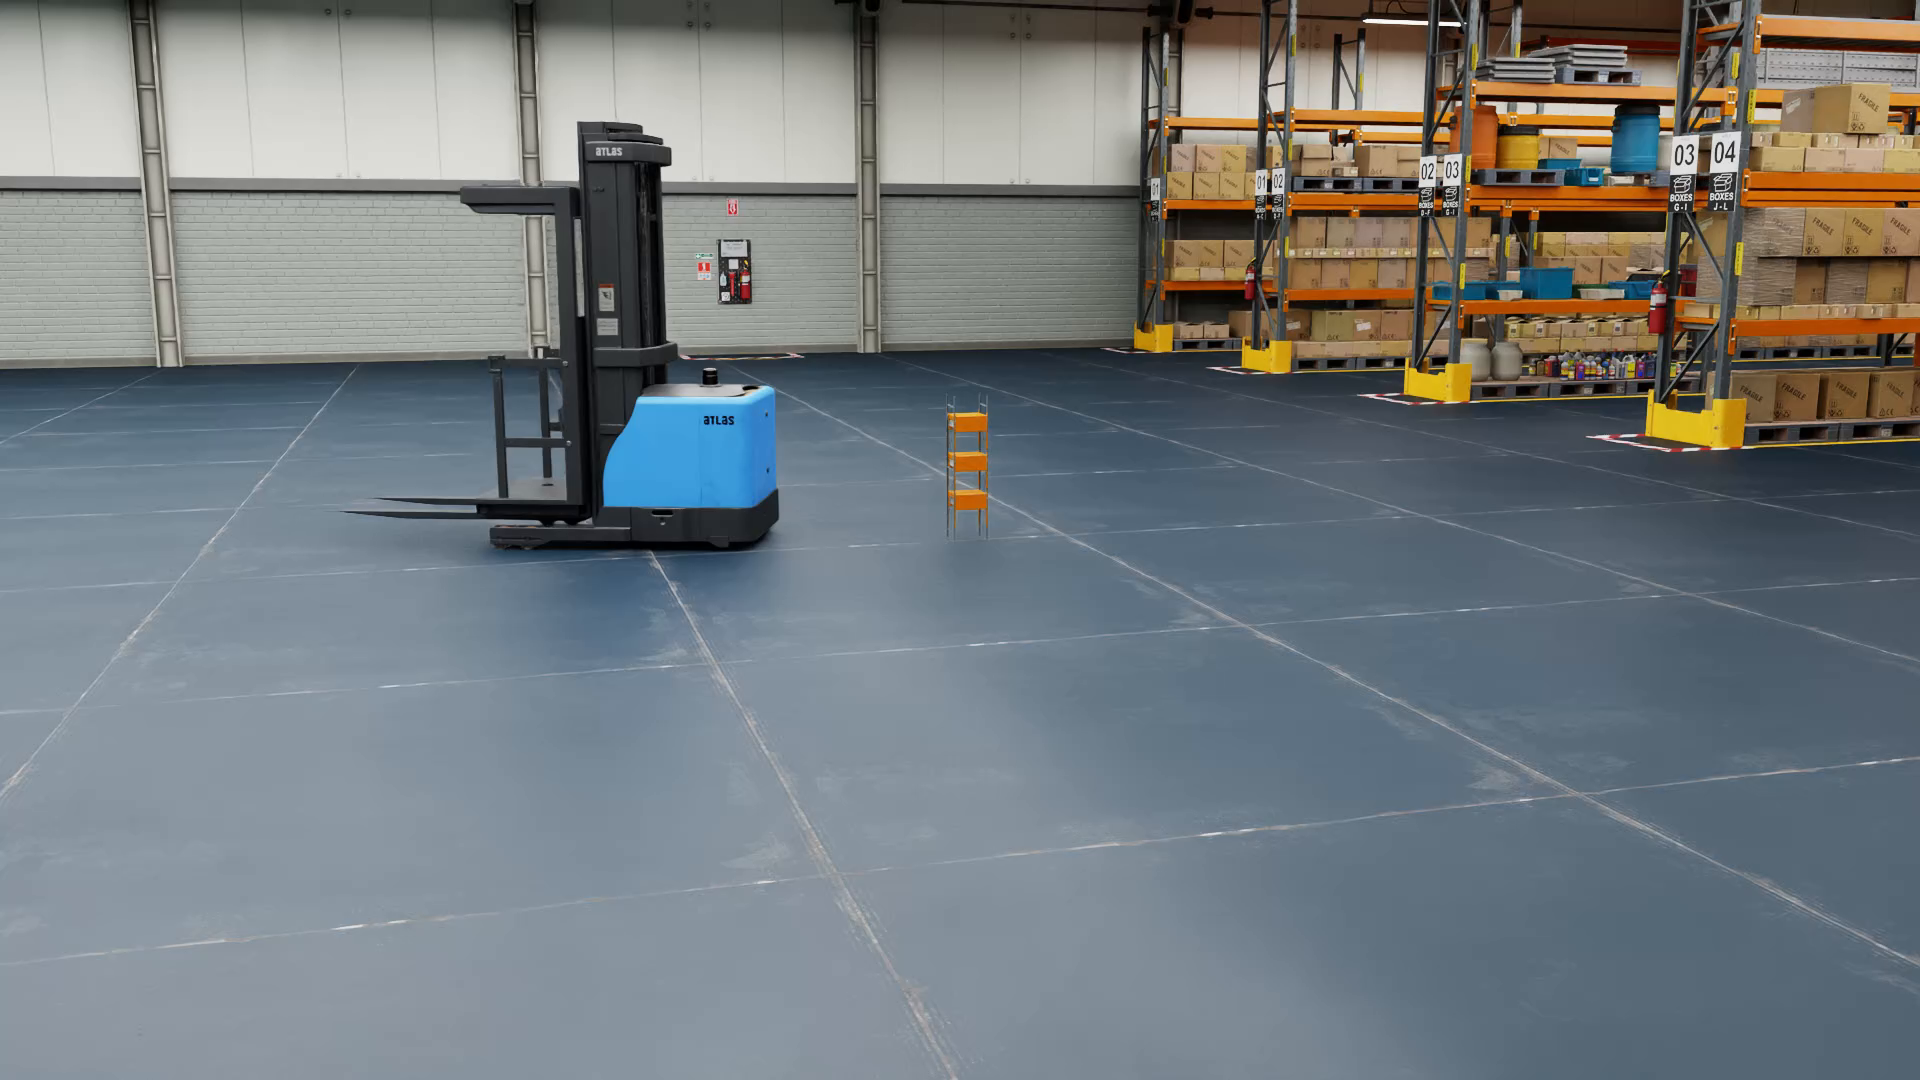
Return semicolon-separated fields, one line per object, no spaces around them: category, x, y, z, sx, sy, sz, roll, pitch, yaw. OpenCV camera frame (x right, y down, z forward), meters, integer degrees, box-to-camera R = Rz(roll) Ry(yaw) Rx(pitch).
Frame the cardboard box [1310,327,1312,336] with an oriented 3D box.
cardboard box;6.961;-4.110;32.698;0.250;0.166;0.380;-5;11;-23

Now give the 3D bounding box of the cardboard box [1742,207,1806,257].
cardboard box;8.383;-3.202;17.293;0.500;0.500;0.500;-3;11;-16

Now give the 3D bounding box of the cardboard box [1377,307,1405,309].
cardboard box;7.361;-3.662;28.017;0.500;0.500;0.500;-3;11;-16

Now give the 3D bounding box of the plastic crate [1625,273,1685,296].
plastic crate;9.697;-3.562;23.284;0.504;0.338;0.767;-3;11;-16

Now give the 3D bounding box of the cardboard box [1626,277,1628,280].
cardboard box;11.486;-4.463;28.699;0.250;0.149;0.380;-2;11;-12

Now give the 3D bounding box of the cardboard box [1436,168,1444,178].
cardboard box;7.772;-5.977;27.091;0.250;0.149;0.380;-3;11;-16

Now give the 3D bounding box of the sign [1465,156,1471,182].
sign;6.544;-4.779;21.409;0.005;0.325;0.100;-3;11;-16

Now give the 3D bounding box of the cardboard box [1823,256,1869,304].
cardboard box;9.253;-2.816;17.962;0.500;0.500;0.875;-3;11;-16

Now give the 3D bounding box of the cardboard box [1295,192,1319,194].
cardboard box;6.561;-6.762;31.875;0.500;0.500;0.500;-4;11;-21

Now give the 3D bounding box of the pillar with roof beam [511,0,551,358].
pillar with roof beam;-6.263;-6.898;24.660;0.548;9.000;9.100;-3;11;-16

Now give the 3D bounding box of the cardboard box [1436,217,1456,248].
cardboard box;7.945;-5.096;27.586;0.500;0.500;0.700;-3;11;-16

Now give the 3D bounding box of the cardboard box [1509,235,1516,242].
cardboard box;10.984;-6.084;33.526;0.250;0.149;0.380;-5;11;-23

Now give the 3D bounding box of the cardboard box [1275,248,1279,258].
cardboard box;5.327;-4.677;27.098;0.250;0.149;0.380;-3;11;-17

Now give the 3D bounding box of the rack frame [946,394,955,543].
rack frame;-0.066;-0.513;11.933;0.008;1.050;0.200;-3;11;-16

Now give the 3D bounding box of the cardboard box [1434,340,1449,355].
cardboard box;7.987;-3.228;27.729;0.500;0.250;0.500;-3;11;-16

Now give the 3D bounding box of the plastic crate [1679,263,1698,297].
plastic crate;10.614;-3.706;23.718;0.583;0.464;0.402;-3;11;-16

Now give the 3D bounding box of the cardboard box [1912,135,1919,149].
cardboard box;10.124;-4.200;17.602;0.250;0.149;0.380;-2;11;-13

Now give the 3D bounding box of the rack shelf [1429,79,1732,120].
rack shelf;8.315;-5.896;22.310;4.000;0.370;1.077;-3;11;-16

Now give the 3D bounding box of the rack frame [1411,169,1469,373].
rack frame;6.394;-3.395;22.202;0.127;3.000;1.000;-3;11;-16

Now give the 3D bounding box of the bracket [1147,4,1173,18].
bracket;3.756;-9.941;31.248;0.430;0.232;0.235;-3;11;-16

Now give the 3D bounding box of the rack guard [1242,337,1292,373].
rack guard;4.990;-3.026;27.101;0.348;0.500;1.175;-3;11;-16

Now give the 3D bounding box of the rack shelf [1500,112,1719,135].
rack shelf;10.774;-6.960;28.088;4.000;0.370;1.077;-3;11;-16

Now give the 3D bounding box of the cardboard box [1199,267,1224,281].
cardboard box;4.677;-5.051;31.560;0.500;0.250;0.500;-3;11;-18

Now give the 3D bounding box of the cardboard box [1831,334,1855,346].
cardboard box;15.665;-3.752;29.832;0.500;0.500;0.500;-3;11;-16

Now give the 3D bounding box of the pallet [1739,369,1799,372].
pallet;12.152;-2.335;24.146;1.213;0.211;1.003;-3;11;-16

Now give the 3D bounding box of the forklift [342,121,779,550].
forklift;-2.901;-1.469;11.932;3.031;2.935;1.130;1;10;4

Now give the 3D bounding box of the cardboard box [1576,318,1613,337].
cardboard box;10.796;-3.644;28.443;0.500;0.311;0.500;-3;11;-14

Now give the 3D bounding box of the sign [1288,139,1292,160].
sign;5.163;-6.103;25.997;0.005;0.325;0.100;-3;11;-16

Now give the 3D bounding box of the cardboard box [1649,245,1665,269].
cardboard box;14.287;-5.835;34.304;0.500;0.500;0.500;-3;11;-15

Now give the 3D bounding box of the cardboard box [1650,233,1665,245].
cardboard box;14.277;-6.206;34.249;0.500;0.250;0.500;-3;11;-15

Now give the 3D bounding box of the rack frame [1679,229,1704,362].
rack frame;12.695;-4.661;29.080;0.127;3.000;1.000;-3;11;-16

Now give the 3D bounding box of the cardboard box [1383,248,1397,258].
cardboard box;6.927;-4.684;27.139;0.250;0.149;0.380;-3;11;-15

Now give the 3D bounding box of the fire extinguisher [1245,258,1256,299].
fire extinguisher;4.770;-4.293;27.294;0.183;0.674;0.296;-3;11;-16

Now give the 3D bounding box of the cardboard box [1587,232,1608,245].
cardboard box;12.809;-6.128;33.822;0.500;0.250;0.500;-3;11;-16

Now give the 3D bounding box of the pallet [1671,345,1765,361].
pallet;13.422;-3.321;29.502;1.213;0.211;1.003;-3;11;-16

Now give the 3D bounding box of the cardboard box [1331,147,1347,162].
cardboard box;7.061;-7.273;31.890;0.500;0.500;0.500;-4;11;-21

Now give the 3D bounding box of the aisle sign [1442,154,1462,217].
aisle sign;6.407;-4.619;21.671;0.004;0.787;0.394;-3;11;-16

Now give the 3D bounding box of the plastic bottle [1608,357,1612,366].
plastic bottle;9.015;-2.380;22.977;0.133;0.283;0.061;-3;11;-16

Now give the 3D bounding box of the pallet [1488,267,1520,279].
pallet;10.652;-5.373;33.477;1.003;0.211;1.213;-3;11;-16

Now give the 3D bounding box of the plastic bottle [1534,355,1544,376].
plastic bottle;8.142;-2.454;23.377;0.133;0.283;0.061;-3;11;-15

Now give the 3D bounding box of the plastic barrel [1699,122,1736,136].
plastic barrel;10.663;-5.383;23.330;0.708;0.901;0.600;-3;11;-16

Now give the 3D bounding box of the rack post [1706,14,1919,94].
rack post;12.102;-6.761;23.363;3.121;1.000;1.013;-3;11;-16

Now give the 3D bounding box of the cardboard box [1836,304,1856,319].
cardboard box;9.317;-2.448;17.751;0.250;0.149;0.380;-3;11;-16

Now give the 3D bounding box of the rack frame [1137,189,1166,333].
rack frame;3.625;-5.117;31.557;0.127;3.000;1.000;-3;11;-16

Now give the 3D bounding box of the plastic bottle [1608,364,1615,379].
plastic bottle;8.940;-2.310;22.826;0.097;0.201;0.097;0;10;0

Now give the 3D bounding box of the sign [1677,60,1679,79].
sign;12.534;-8.204;28.955;0.005;0.325;0.100;-3;11;-16

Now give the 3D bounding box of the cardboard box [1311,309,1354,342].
cardboard box;6.070;-3.493;27.100;0.500;0.500;0.500;-3;11;-16

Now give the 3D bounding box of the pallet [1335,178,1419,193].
pallet;6.873;-5.782;27.126;1.213;0.211;1.003;-3;11;-16

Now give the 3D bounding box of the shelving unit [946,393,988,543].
shelving unit;0.051;-0.519;11.966;0.252;1.050;0.215;-3;11;-16

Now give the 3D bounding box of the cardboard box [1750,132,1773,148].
cardboard box;8.108;-4.105;17.089;0.250;0.149;0.380;-3;11;-16

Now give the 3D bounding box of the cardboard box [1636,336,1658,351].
cardboard box;11.764;-3.420;28.771;0.500;0.250;0.500;-3;11;-17

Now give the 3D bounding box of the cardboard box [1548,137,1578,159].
cardboard box;9.998;-6.493;27.927;0.500;0.500;0.500;-2;11;-10

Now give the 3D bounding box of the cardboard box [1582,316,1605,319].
cardboard box;11.117;-3.762;29.083;0.500;0.311;0.500;-3;11;-17

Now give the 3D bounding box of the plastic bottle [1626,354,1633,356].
plastic bottle;9.504;-2.513;23.720;0.135;0.276;0.152;-3;11;-14
